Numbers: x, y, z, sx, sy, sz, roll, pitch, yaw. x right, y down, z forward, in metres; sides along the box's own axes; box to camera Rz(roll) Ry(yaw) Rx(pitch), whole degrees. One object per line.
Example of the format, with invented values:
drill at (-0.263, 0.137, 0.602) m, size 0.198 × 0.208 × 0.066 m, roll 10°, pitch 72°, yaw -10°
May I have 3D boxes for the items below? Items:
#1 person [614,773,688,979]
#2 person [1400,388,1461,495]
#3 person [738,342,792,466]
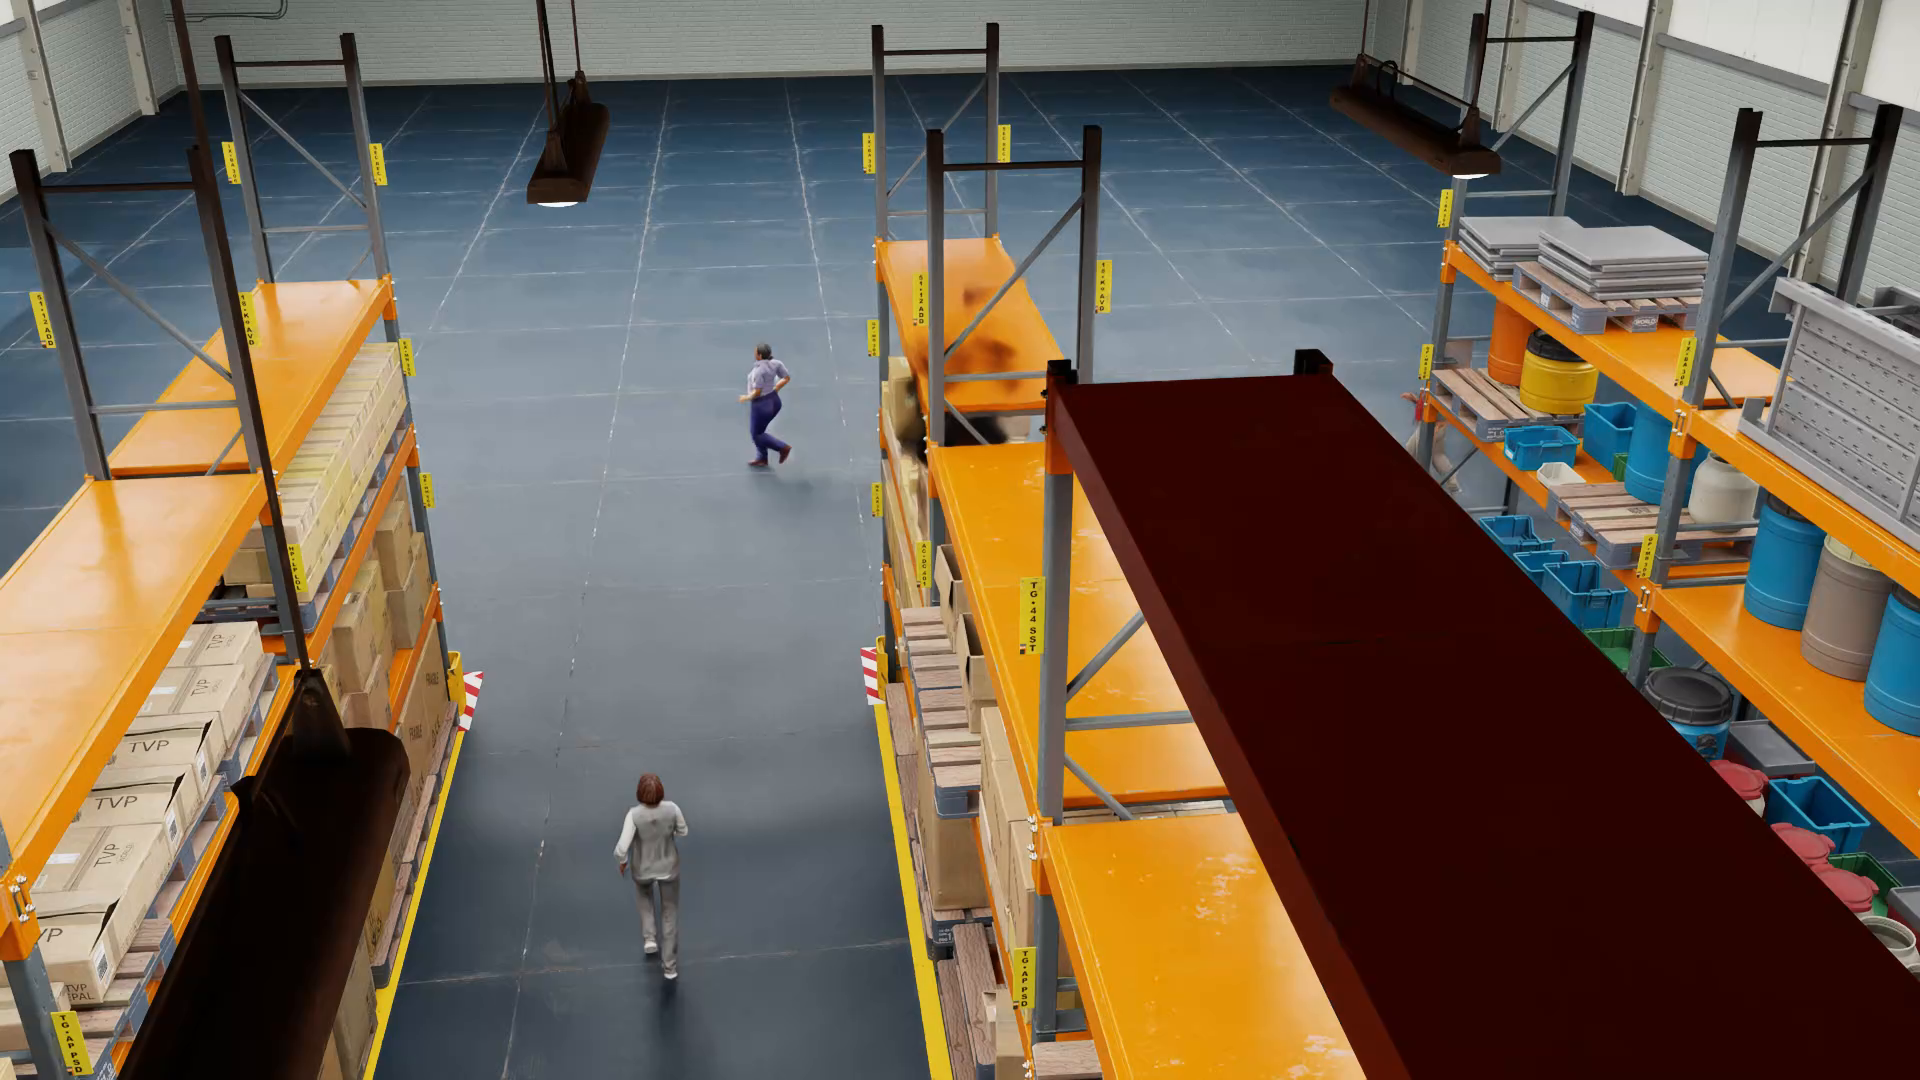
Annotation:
person at (-2.158, 2.337, 11.751) m, size 0.507 × 1.622 × 0.682 m, roll -5°, pitch 26°, yaw -10°
person at (5.417, -1.224, 19.081) m, size 0.808 × 1.796 × 0.639 m, roll 11°, pitch 27°, yaw 21°
person at (-2.320, -1.600, 20.024) m, size 0.695 × 1.626 × 0.607 m, roll 13°, pitch 28°, yaw 26°
